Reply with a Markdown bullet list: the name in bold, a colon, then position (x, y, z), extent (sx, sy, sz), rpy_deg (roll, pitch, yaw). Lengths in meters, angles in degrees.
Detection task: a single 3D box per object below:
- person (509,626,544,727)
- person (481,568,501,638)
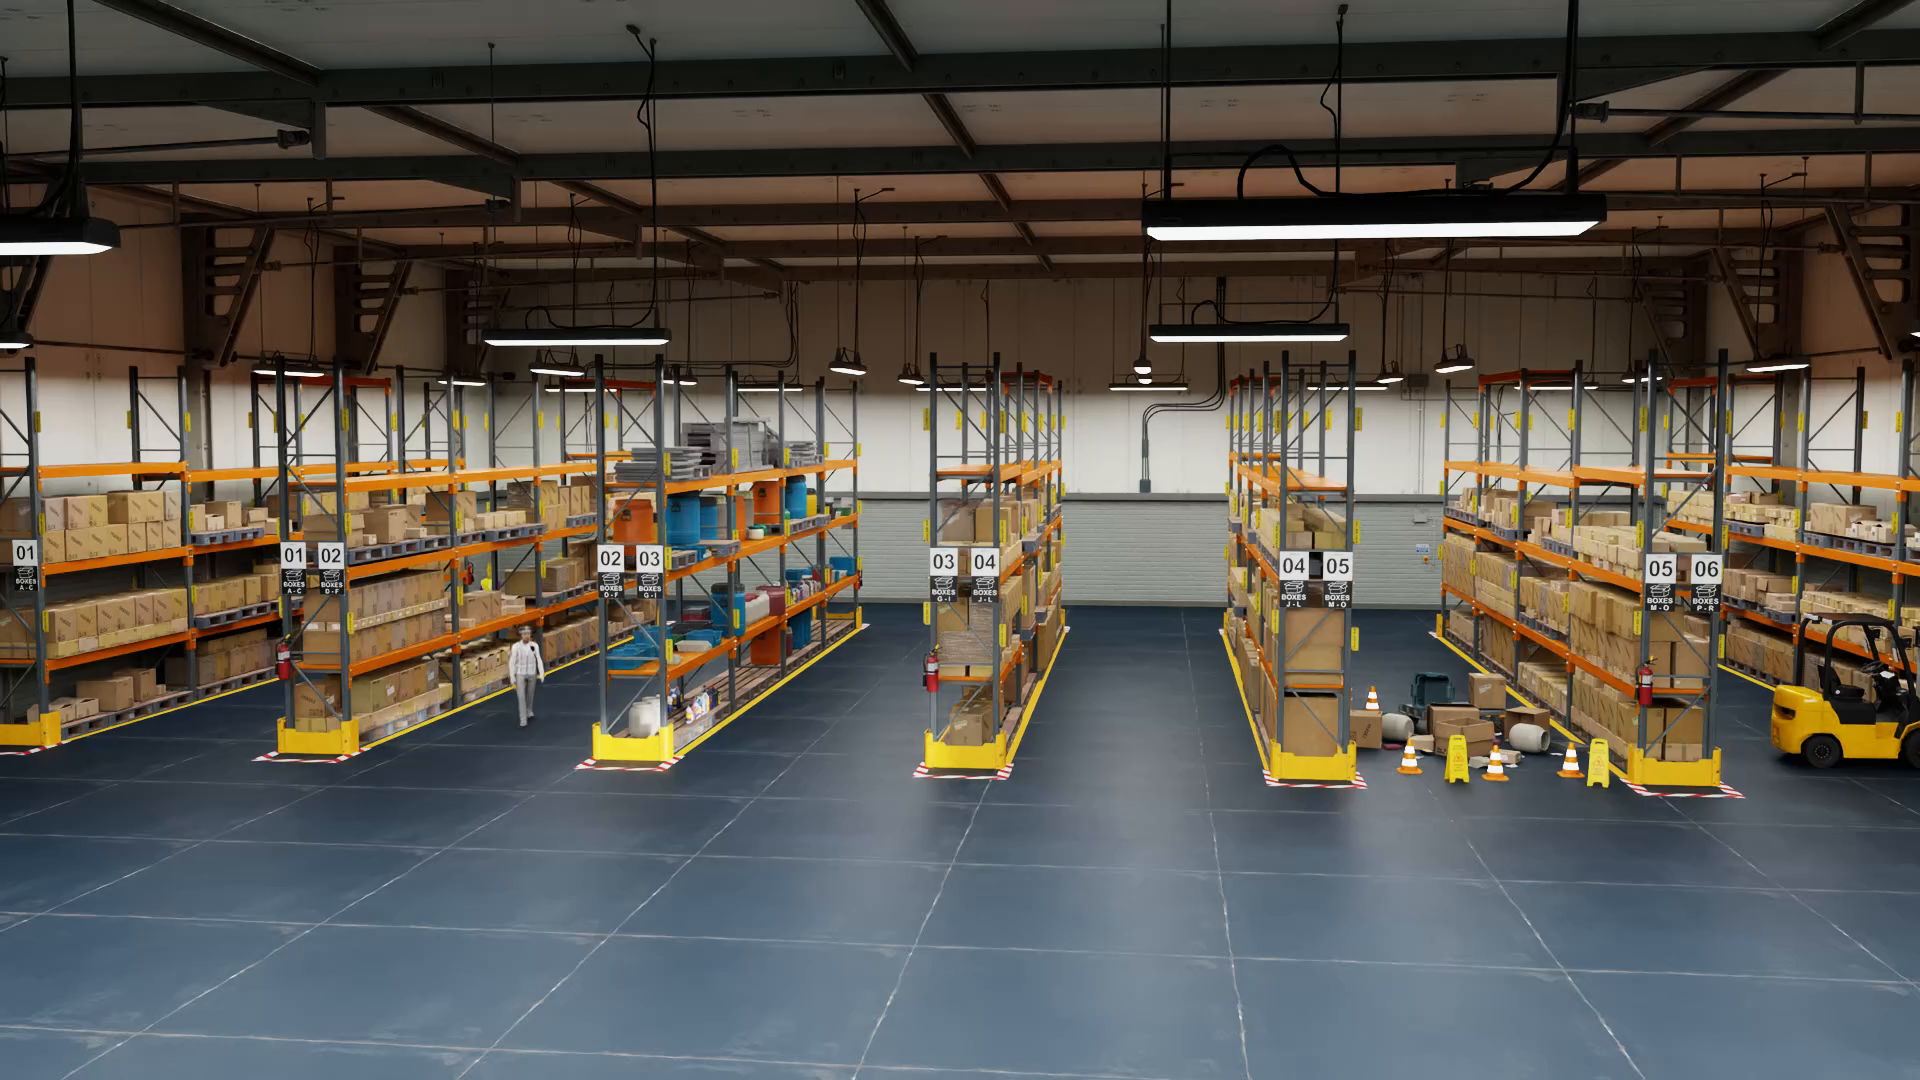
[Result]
- **person**: position (-7.186, 2.220, 27.524), extent (0.551, 1.625, 1.070), rpy_deg (-1, 4, -20)
- **person**: position (-10.569, 1.474, 37.459), extent (0.610, 1.770, 0.478), rpy_deg (4, 5, 41)
